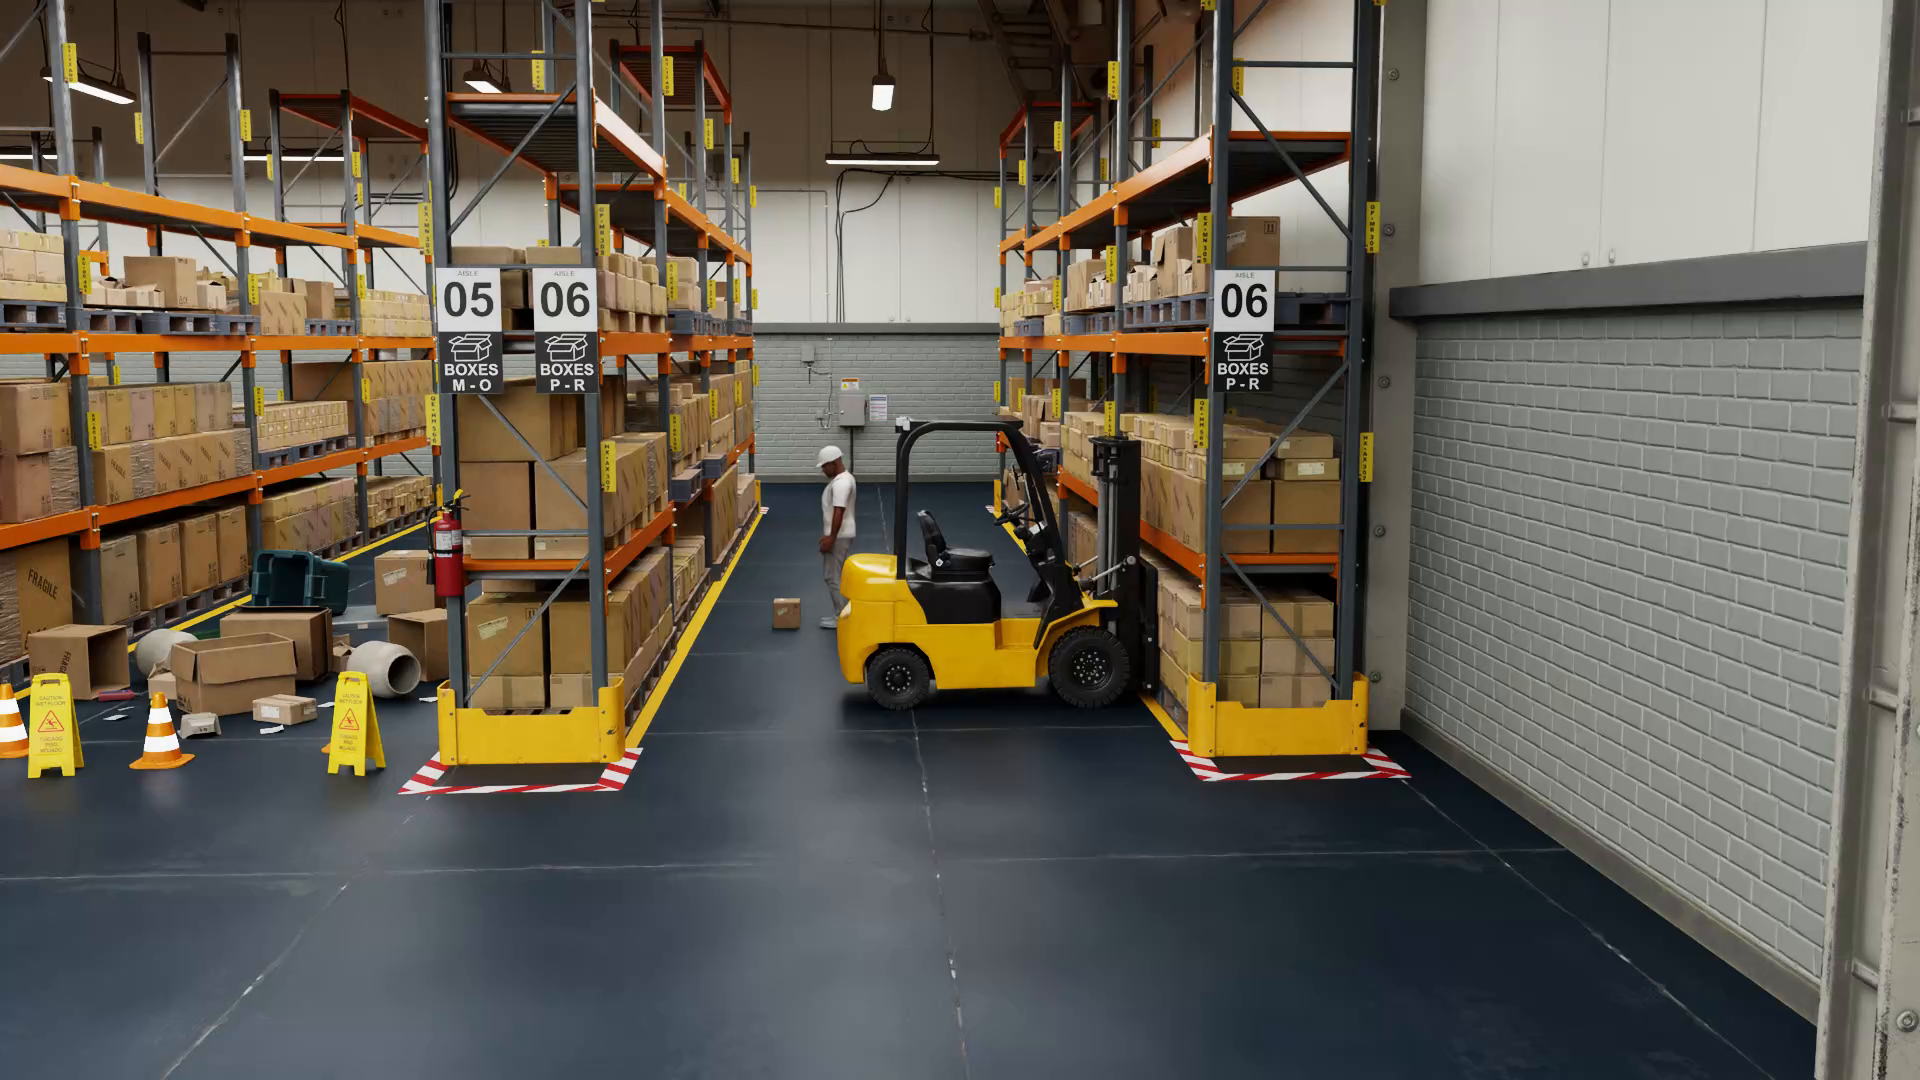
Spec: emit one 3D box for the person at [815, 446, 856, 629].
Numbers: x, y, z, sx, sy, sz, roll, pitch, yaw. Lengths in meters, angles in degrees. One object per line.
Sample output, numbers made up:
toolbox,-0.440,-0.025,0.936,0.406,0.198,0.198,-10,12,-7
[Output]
person,-1.192,-0.033,16.004,0.390,1.750,0.575,0,7,-3
